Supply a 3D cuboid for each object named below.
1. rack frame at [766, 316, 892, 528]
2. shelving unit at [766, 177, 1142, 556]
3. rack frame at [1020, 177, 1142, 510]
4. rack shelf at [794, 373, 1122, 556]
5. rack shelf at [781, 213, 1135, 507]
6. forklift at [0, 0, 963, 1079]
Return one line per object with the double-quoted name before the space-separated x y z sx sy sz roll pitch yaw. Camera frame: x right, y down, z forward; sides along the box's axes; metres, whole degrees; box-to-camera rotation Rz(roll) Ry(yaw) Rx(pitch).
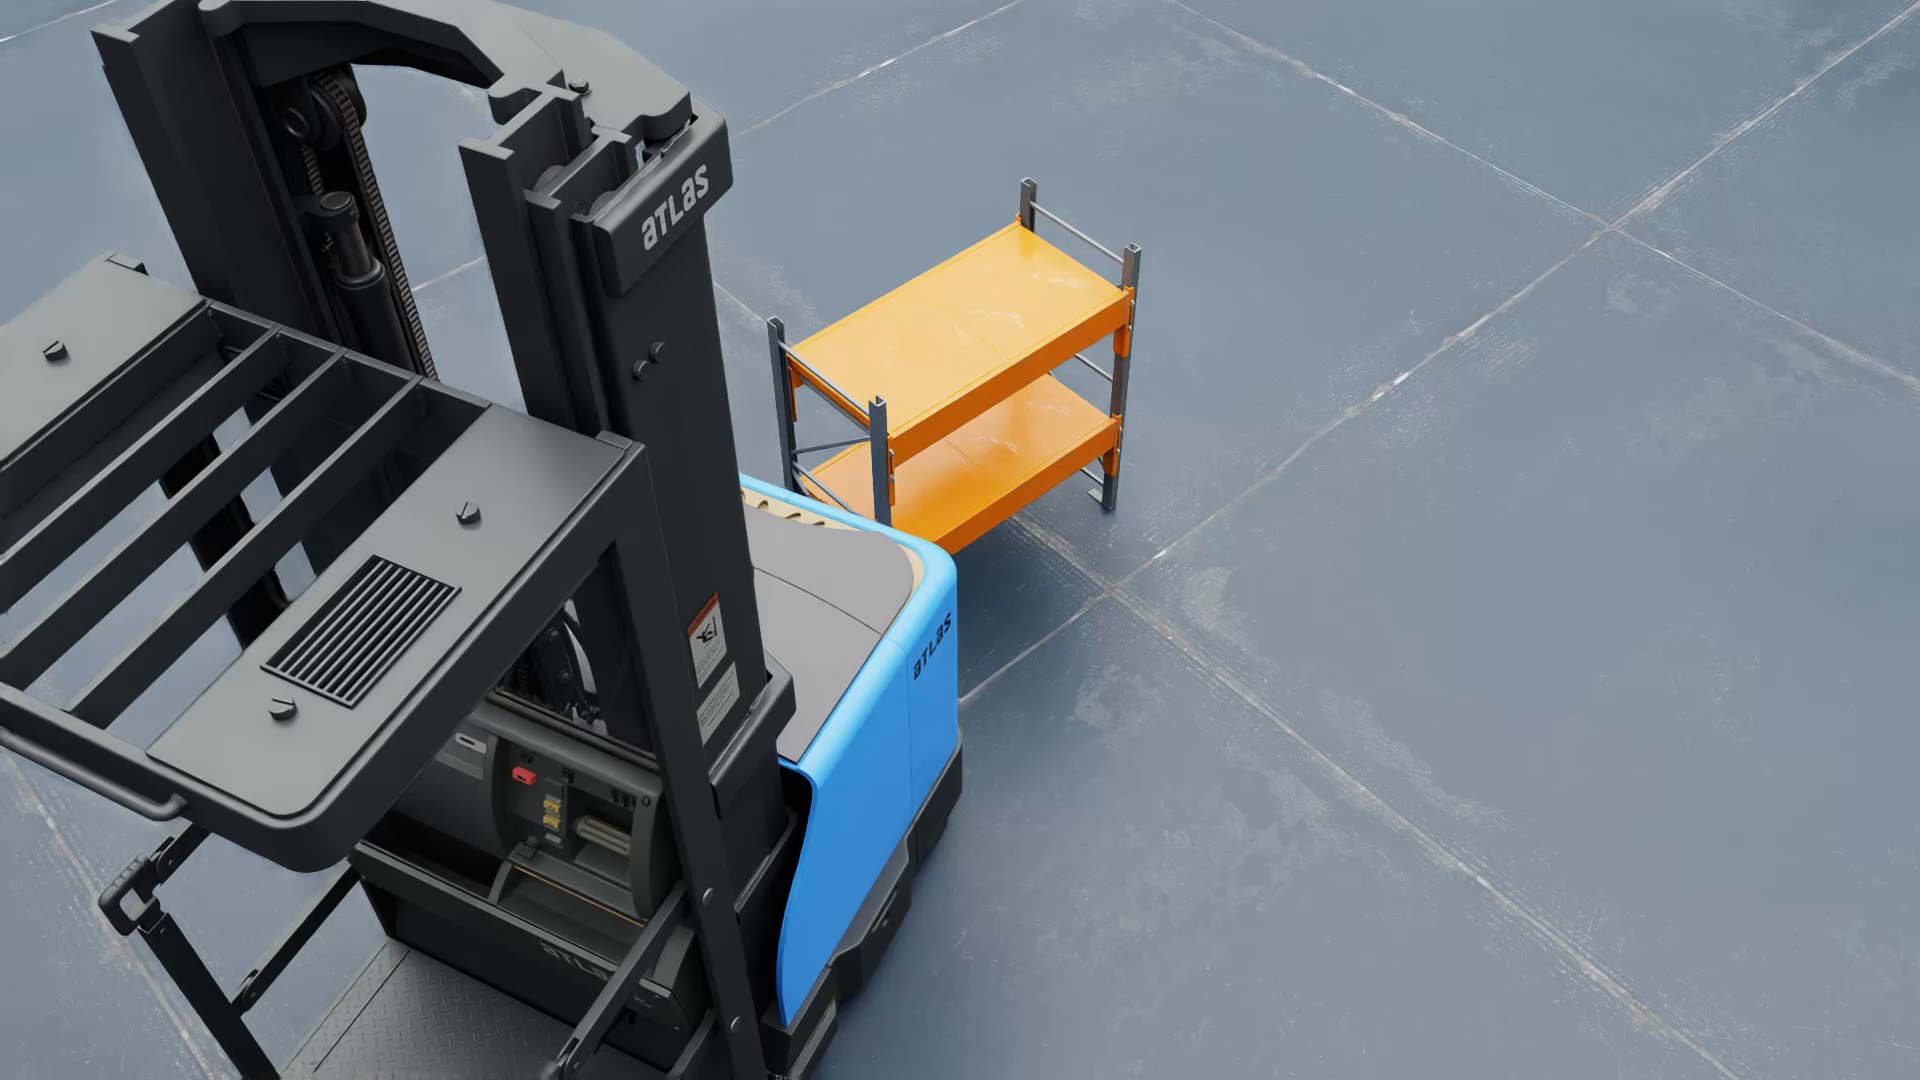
"rack frame" -0.381 -0.127 5.102 0.032 1.125 0.500 -34 56 -27
"shelving unit" -0.005 -0.378 5.334 1.048 1.125 0.538 -34 56 -27
"rack frame" 0.371 -0.629 5.565 0.032 1.125 0.500 -34 56 -27
"rack shelf" -0.005 -0.212 5.513 1.000 0.278 0.538 -34 56 -27
"rack shelf" -0.005 -0.577 5.118 1.000 0.278 0.538 -34 56 -27
"forklift" -1.093 0.581 3.220 1.130 2.935 3.031 20 50 17
